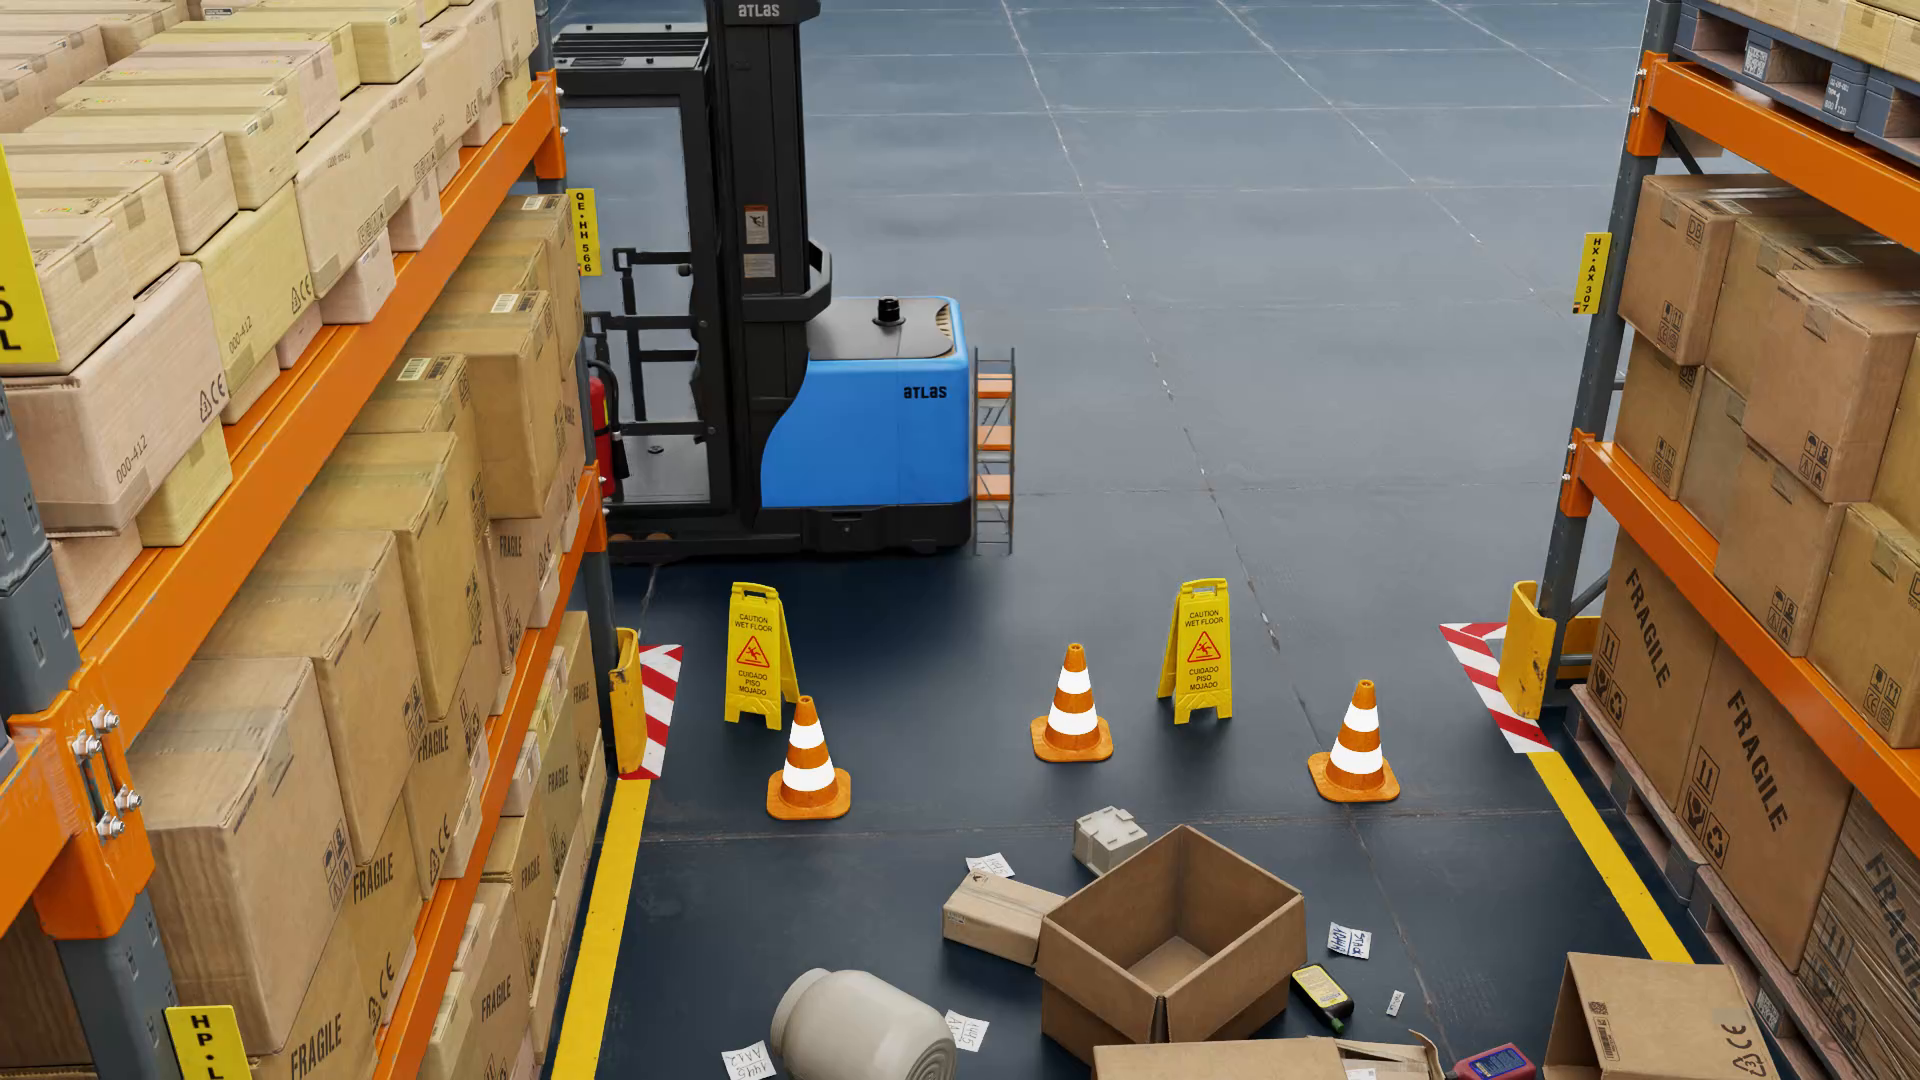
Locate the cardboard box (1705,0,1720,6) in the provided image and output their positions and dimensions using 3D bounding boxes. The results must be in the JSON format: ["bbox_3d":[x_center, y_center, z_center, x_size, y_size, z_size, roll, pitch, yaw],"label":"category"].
[{"bbox_3d":[2.711,-1.911,5.636,0.380,0.149,0.250,-1,28,-2],"label":"cardboard box"}]

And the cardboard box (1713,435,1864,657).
[{"bbox_3d":[3.032,-0.009,5.362,0.875,0.550,0.550,-1,28,-3],"label":"cardboard box"}]

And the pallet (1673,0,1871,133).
[{"bbox_3d":[3.063,-1.576,5.381,1.003,0.211,1.213,-1,28,-3],"label":"pallet"}]

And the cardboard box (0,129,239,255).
[{"bbox_3d":[-1.454,-0.582,2.787,0.380,0.149,0.250,-2,28,-4],"label":"cardboard box"}]

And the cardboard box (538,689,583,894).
[{"bbox_3d":[-1.592,0.843,5.598,0.500,0.500,0.500,0,28,-1],"label":"cardboard box"}]

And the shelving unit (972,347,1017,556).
[{"bbox_3d":[0.171,-0.443,8.464,0.215,1.050,0.252,0,28,0],"label":"shelving unit"}]

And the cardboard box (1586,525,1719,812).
[{"bbox_3d":[3.115,0.439,6.507,0.875,0.875,0.875,-1,28,-2],"label":"cardboard box"}]

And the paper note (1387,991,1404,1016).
[{"bbox_3d":[1.492,1.587,5.697,0.032,0.001,0.123,13,30,24],"label":"paper note"}]

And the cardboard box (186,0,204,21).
[{"bbox_3d":[-2.082,-1.402,4.361,0.380,0.149,0.250,-2,28,-3],"label":"cardboard box"}]

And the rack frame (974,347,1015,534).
[{"bbox_3d":[0.172,-0.499,8.572,0.200,1.050,0.008,0,28,0],"label":"rack frame"}]

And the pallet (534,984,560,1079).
[{"bbox_3d":[-1.853,1.748,5.171,1.003,0.211,1.213,-1,28,-3],"label":"pallet"}]

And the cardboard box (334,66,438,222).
[{"bbox_3d":[-1.543,-0.922,3.872,0.500,0.250,0.500,-1,28,-2],"label":"cardboard box"}]

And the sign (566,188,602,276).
[{"bbox_3d":[-1.369,-1.119,6.059,0.100,0.325,0.005,-1,28,-3],"label":"sign"}]

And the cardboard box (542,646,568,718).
[{"bbox_3d":[-1.536,0.483,5.588,0.380,0.149,0.250,-1,28,-1],"label":"cardboard box"}]

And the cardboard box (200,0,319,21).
[{"bbox_3d":[-1.650,-1.294,4.154,0.380,0.149,0.250,-2,28,-4],"label":"cardboard box"}]

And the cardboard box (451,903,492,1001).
[{"bbox_3d":[-1.469,1.099,4.407,0.380,0.149,0.250,0,28,0],"label":"cardboard box"}]

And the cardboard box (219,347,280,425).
[{"bbox_3d":[-1.541,-0.334,3.174,0.380,0.149,0.250,-1,28,-1],"label":"cardboard box"}]

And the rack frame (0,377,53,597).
[{"bbox_3d":[-1.716,-1.275,1.463,1.000,3.000,0.127,-1,28,-3],"label":"rack frame"}]

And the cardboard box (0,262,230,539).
[{"bbox_3d":[-1.465,-0.220,2.525,0.500,0.250,0.500,-2,28,-4],"label":"cardboard box"}]

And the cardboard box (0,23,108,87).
[{"bbox_3d":[-2.126,-1.042,3.669,0.380,0.149,0.250,-1,28,-2],"label":"cardboard box"}]

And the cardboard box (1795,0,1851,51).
[{"bbox_3d":[2.752,-1.561,4.964,0.380,0.149,0.250,-1,28,-2],"label":"cardboard box"}]

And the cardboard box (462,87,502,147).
[{"bbox_3d":[-1.601,-1.285,4.997,0.380,0.149,0.250,-1,28,-1],"label":"cardboard box"}]

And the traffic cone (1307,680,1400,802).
[{"bbox_3d":[1.623,0.776,6.761,0.336,0.463,0.334,-1,28,-3],"label":"traffic cone"}]

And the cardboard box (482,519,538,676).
[{"bbox_3d":[-1.577,0.068,4.945,0.500,0.500,0.500,-2,28,-3],"label":"cardboard box"}]

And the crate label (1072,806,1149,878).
[{"bbox_3d":[0.580,1.153,6.392,0.250,0.136,0.298,-17,32,-29],"label":"crate label"}]

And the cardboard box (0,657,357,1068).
[{"bbox_3d":[-1.522,0.557,2.927,0.700,0.500,0.500,-2,28,-3],"label":"cardboard box"}]

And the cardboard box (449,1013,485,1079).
[{"bbox_3d":[-1.517,1.560,4.224,0.500,0.500,0.500,0,28,-1],"label":"cardboard box"}]

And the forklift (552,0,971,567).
[{"bbox_3d":[-1.478,-1.413,8.290,3.031,2.935,1.130,-1,28,-3],"label":"forklift"}]

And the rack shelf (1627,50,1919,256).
[{"bbox_3d":[3.118,-0.715,4.412,1.077,0.370,4.000,-1,28,-3],"label":"rack shelf"}]

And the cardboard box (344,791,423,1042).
[{"bbox_3d":[-1.510,0.768,3.604,0.500,0.500,0.500,-1,28,-3],"label":"cardboard box"}]

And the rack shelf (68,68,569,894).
[{"bbox_3d":[-1.820,-0.549,4.094,1.077,0.370,4.000,-1,28,-3],"label":"rack shelf"}]

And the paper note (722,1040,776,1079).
[{"bbox_3d":[-0.692,1.710,5.439,0.142,0.019,0.148,-11,30,-20],"label":"paper note"}]

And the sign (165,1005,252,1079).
[{"bbox_3d":[-1.162,0.857,2.611,0.100,0.325,0.005,-1,28,-3],"label":"sign"}]

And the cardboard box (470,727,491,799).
[{"bbox_3d":[-1.510,0.637,4.557,0.380,0.149,0.250,-1,28,-3],"label":"cardboard box"}]

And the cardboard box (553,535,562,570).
[{"bbox_3d":[-1.575,0.050,5.681,0.380,0.149,0.250,-2,28,-4],"label":"cardboard box"}]

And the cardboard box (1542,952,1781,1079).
[{"bbox_3d":[2.117,1.634,5.073,0.500,0.500,0.500,3,28,6],"label":"cardboard box"}]

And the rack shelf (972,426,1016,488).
[{"bbox_3d":[0.171,-0.434,8.468,0.215,0.259,0.240,0,28,0],"label":"rack shelf"}]

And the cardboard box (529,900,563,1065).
[{"bbox_3d":[-1.562,1.419,5.305,0.500,0.250,0.500,-2,28,-4],"label":"cardboard box"}]

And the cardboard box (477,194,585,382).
[{"bbox_3d":[-1.680,-0.851,5.626,0.700,0.500,0.500,-2,28,-4],"label":"cardboard box"}]

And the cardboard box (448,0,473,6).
[{"bbox_3d":[-1.605,-1.647,4.831,0.380,0.149,0.250,-2,28,-3],"label":"cardboard box"}]

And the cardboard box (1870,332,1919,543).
[{"bbox_3d":[3.166,-0.246,4.648,0.875,0.550,0.500,-1,28,-3],"label":"cardboard box"}]

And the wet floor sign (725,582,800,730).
[{"bbox_3d":[-0.866,0.468,7.154,0.267,0.644,0.232,8,29,15],"label":"wet floor sign"}]

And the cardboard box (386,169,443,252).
[{"bbox_3d":[-1.502,-0.814,4.095,0.380,0.149,0.250,-2,28,-3],"label":"cardboard box"}]

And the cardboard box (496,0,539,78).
[{"bbox_3d":[-1.629,-1.627,5.223,0.500,0.250,0.500,-2,28,-3],"label":"cardboard box"}]

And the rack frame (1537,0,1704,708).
[{"bbox_3d":[3.014,-0.628,6.710,1.000,3.000,0.127,-1,28,-3],"label":"rack frame"}]

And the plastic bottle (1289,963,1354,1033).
[{"bbox_3d":[1.250,1.567,5.680,0.133,0.061,0.283,-11,30,-20],"label":"plastic bottle"}]

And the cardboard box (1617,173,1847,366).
[{"bbox_3d":[2.994,-1.001,6.096,0.875,0.550,0.550,-1,28,-3],"label":"cardboard box"}]

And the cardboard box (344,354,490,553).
[{"bbox_3d":[-1.644,-0.150,4.283,0.700,0.500,0.500,-2,28,-3],"label":"cardboard box"}]

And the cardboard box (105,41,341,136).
[{"bbox_3d":[-1.529,-0.940,3.475,0.380,0.149,0.250,-2,28,-3],"label":"cardboard box"}]
